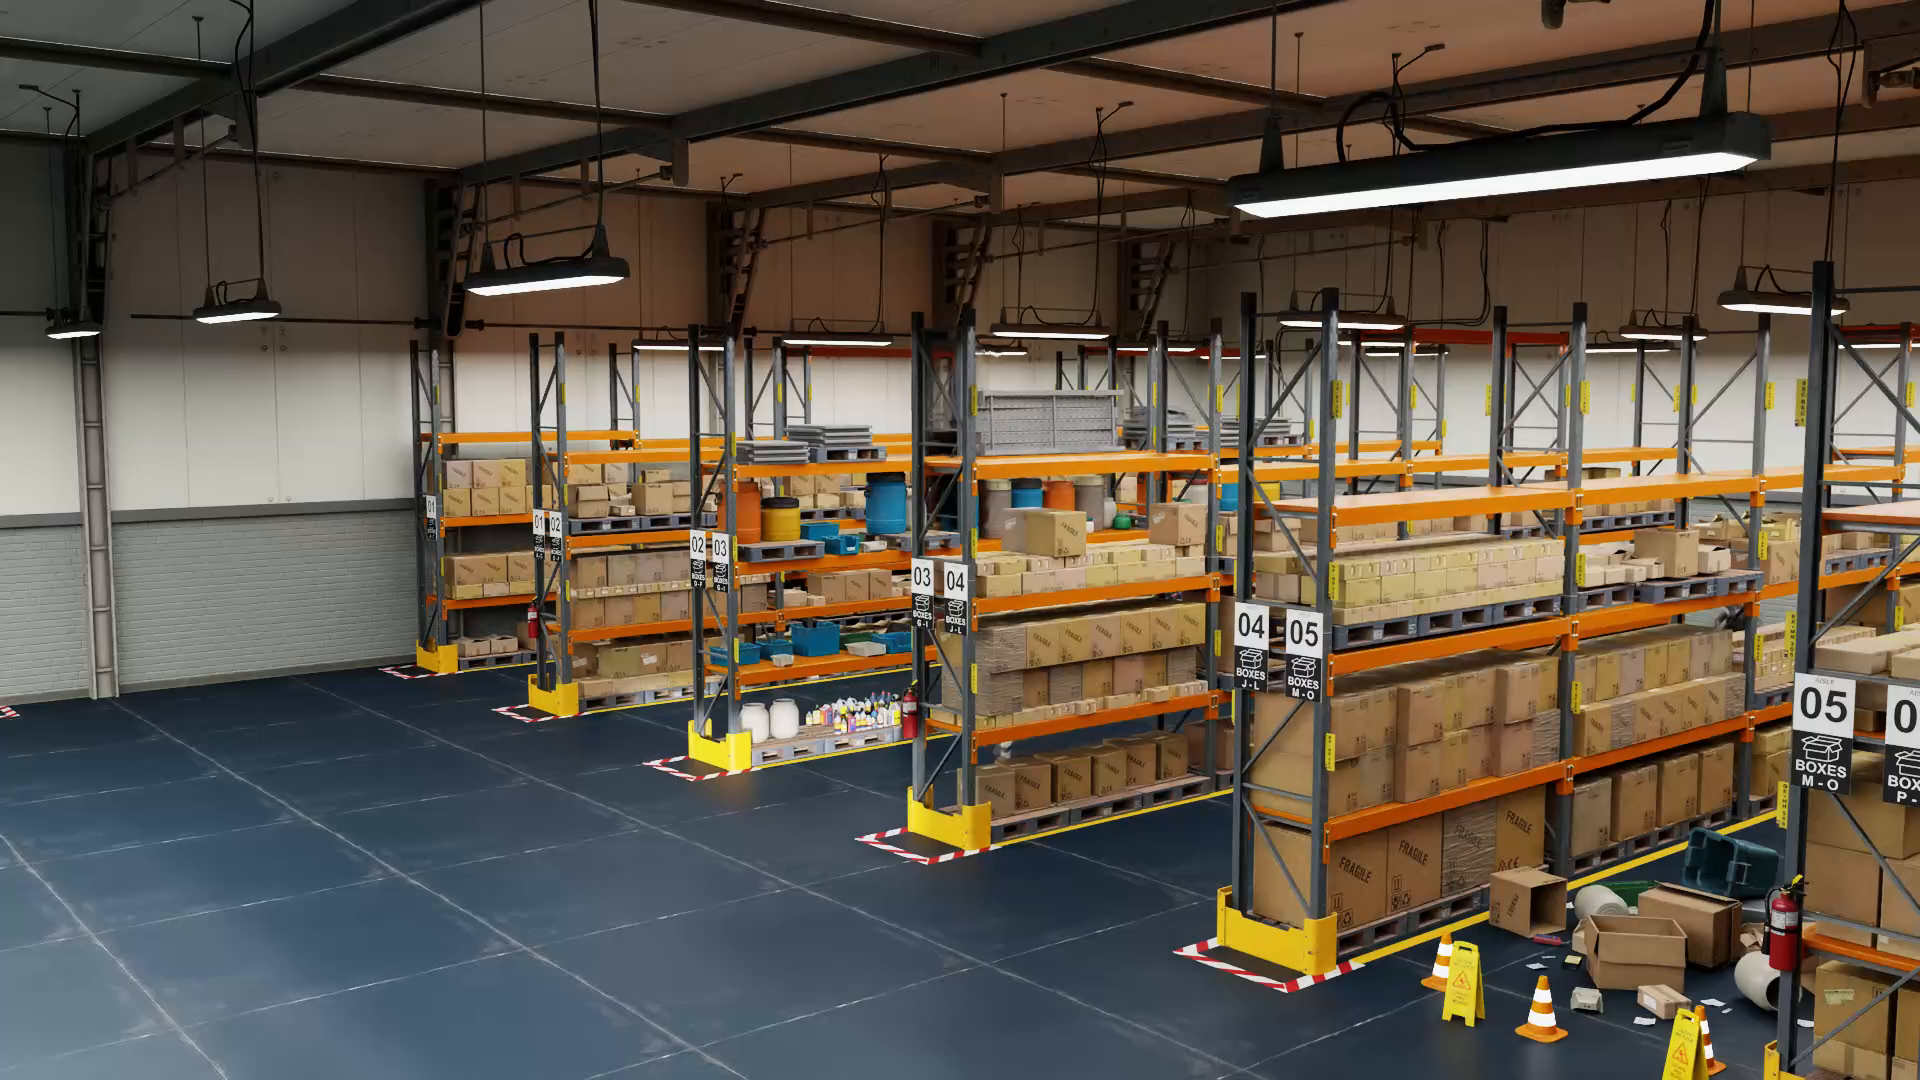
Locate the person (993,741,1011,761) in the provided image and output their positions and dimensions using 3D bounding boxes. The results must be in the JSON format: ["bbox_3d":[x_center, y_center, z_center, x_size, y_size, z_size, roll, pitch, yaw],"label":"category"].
[{"bbox_3d":[0.502,2.188,22.670,0.656,1.738,0.586,4,7,36],"label":"person"}]

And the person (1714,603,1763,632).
[{"bbox_3d":[13.240,1.718,28.146,0.704,1.665,0.907,0,5,3],"label":"person"}]
